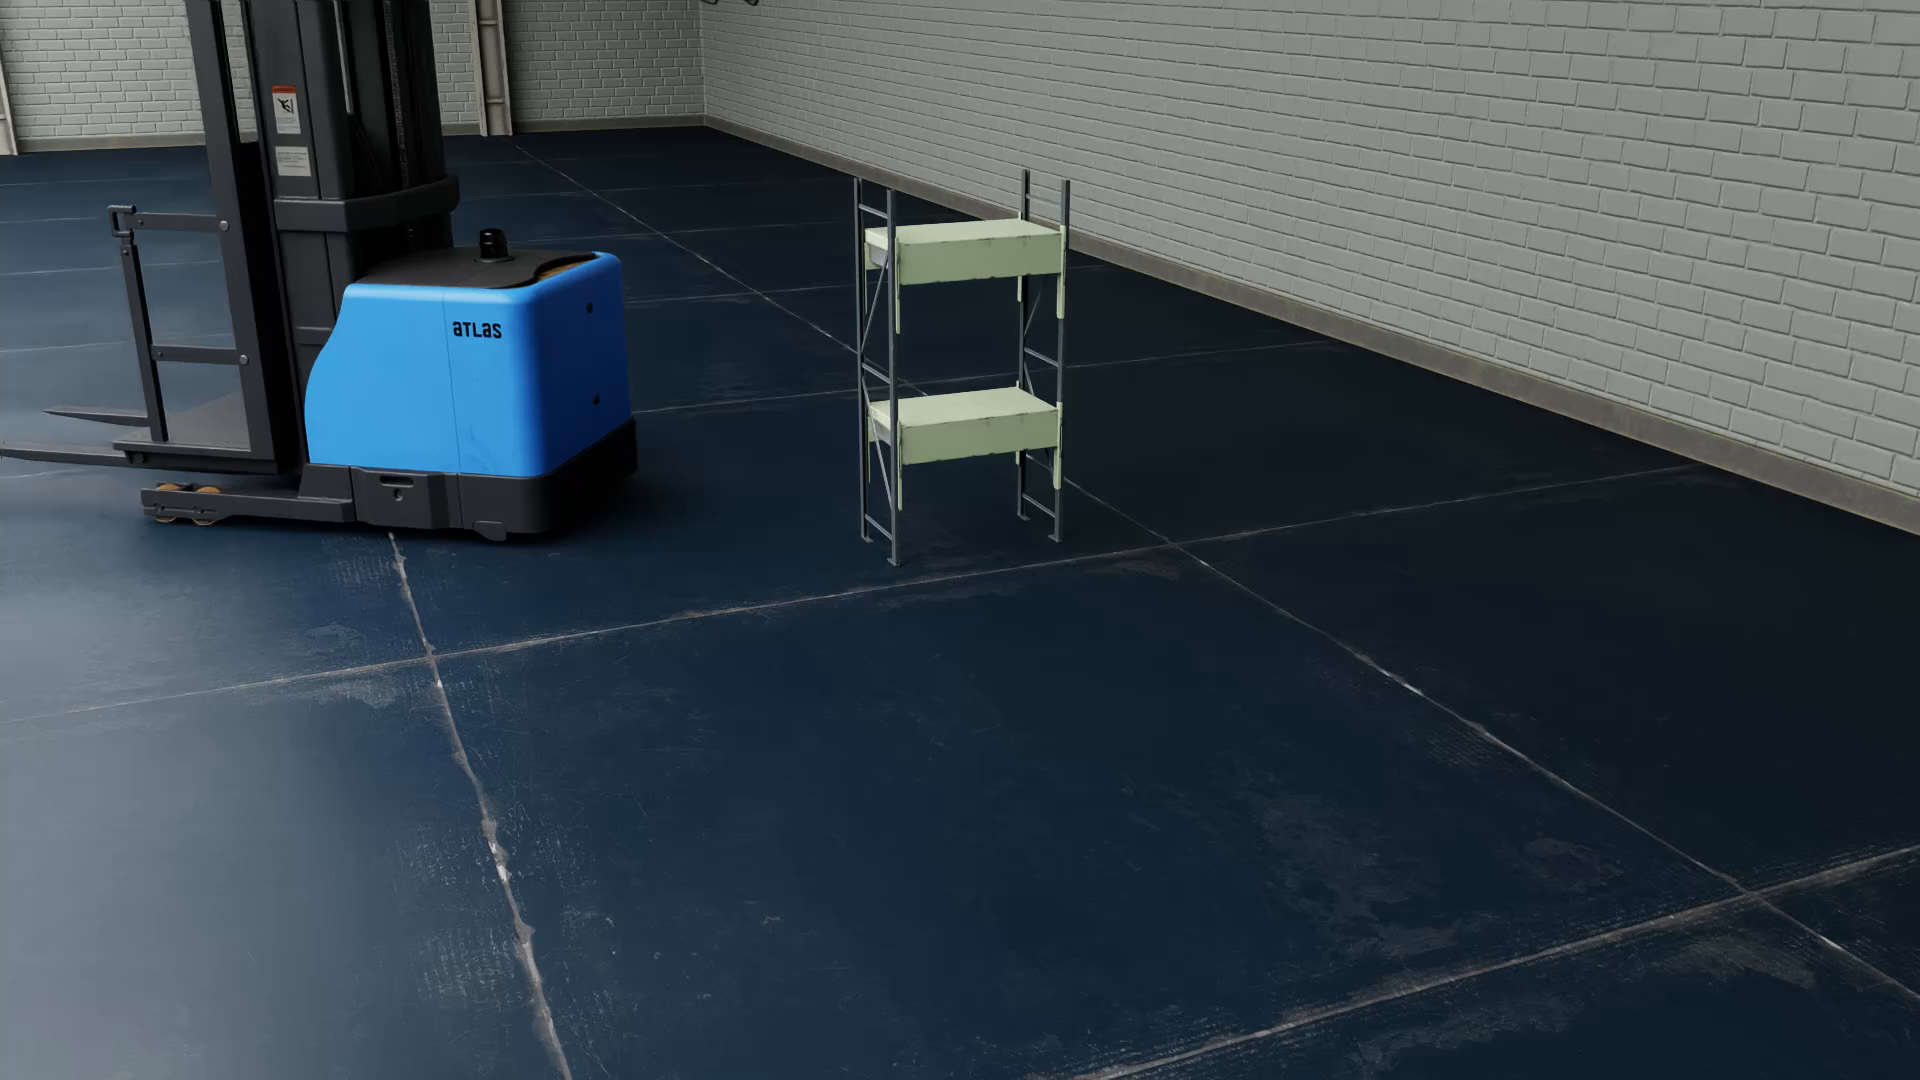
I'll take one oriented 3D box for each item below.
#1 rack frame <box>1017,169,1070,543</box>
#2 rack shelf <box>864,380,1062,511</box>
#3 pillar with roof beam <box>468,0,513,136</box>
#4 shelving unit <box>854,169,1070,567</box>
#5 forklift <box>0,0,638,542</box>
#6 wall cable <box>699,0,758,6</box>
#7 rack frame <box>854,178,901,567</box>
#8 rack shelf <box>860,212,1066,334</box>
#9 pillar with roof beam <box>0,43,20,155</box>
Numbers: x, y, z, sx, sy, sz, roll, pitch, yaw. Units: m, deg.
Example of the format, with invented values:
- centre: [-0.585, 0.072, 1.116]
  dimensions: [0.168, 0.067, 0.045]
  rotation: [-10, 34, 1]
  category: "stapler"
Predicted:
- centre: [0.342, -0.756, 6.912]
  dimensions: [0.023, 1.500, 0.400]
  rotation: [-8, 21, -22]
  category: "rack frame"
- centre: [0.006, -0.401, 6.884]
  dimensions: [0.720, 0.370, 0.431]
  rotation: [-8, 21, -22]
  category: "rack shelf"
- centre: [-4.659, -8.500, 17.613]
  dimensions: [0.400, 9.000, 9.100]
  rotation: [-8, 21, -22]
  category: "pillar with roof beam"
- centre: [0.006, -0.708, 6.775]
  dimensions: [0.755, 1.500, 0.431]
  rotation: [-8, 21, -22]
  category: "shelving unit"
- centre: [-3.072, -1.610, 7.181]
  dimensions: [3.031, 2.935, 1.130]
  rotation: [4, 20, 11]
  category: "forklift"
- centre: [-3.135, -8.332, 21.812]
  dimensions: [0.112, 2.526, 3.097]
  rotation: [-8, 21, -22]
  category: "wall cable"
- centre: [-0.330, -0.660, 6.639]
  dimensions: [0.023, 1.500, 0.400]
  rotation: [-8, 21, -22]
  category: "rack frame"
- centre: [0.006, -1.076, 6.646]
  dimensions: [0.720, 0.370, 0.431]
  rotation: [-8, 21, -22]
  category: "rack shelf"
- centre: [-10.168, -7.711, 15.371]
  dimensions: [0.400, 9.000, 9.100]
  rotation: [-8, 21, -22]
  category: "pillar with roof beam"
